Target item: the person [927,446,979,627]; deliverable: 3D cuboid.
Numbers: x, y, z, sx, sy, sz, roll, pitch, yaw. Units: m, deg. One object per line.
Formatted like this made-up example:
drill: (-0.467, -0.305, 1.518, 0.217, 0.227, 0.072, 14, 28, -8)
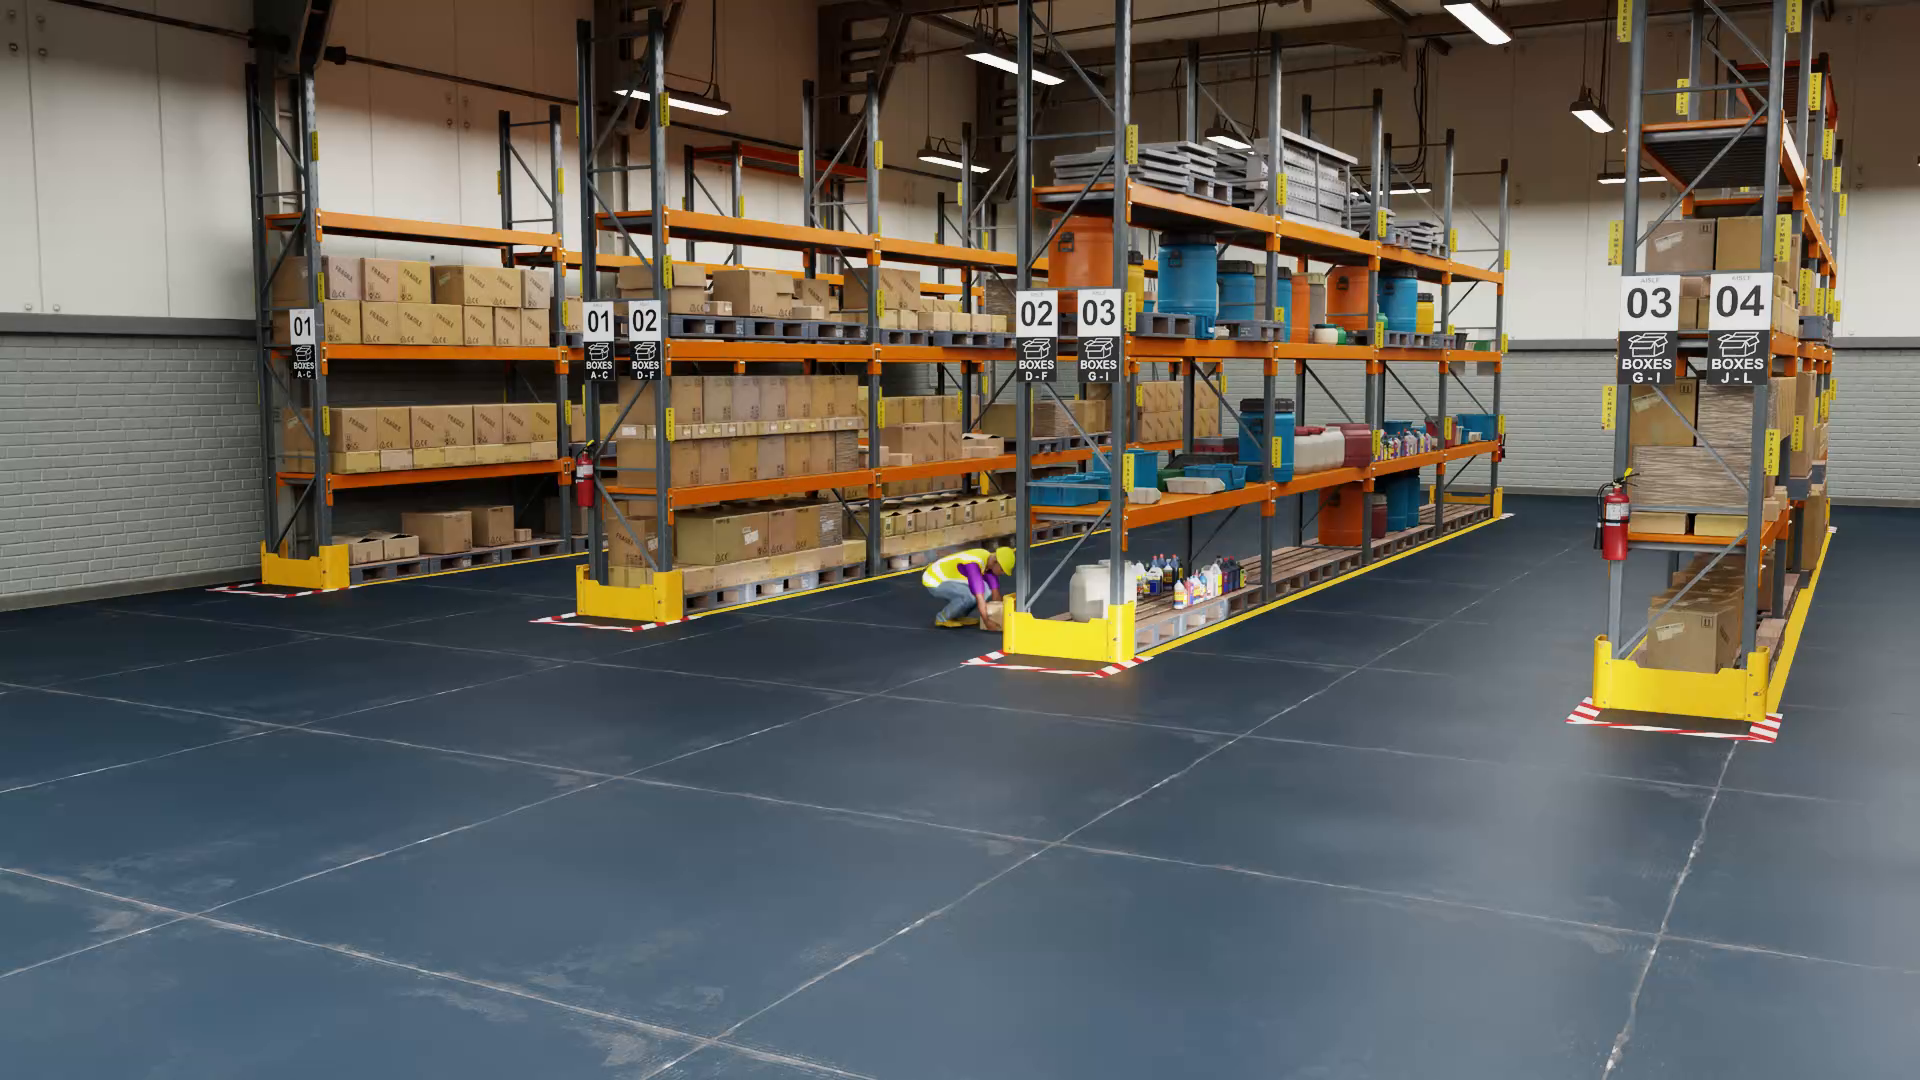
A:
person: (-0.002, -0.032, 16.351, 0.573, 1.765, 0.521, 3, 7, 28)
